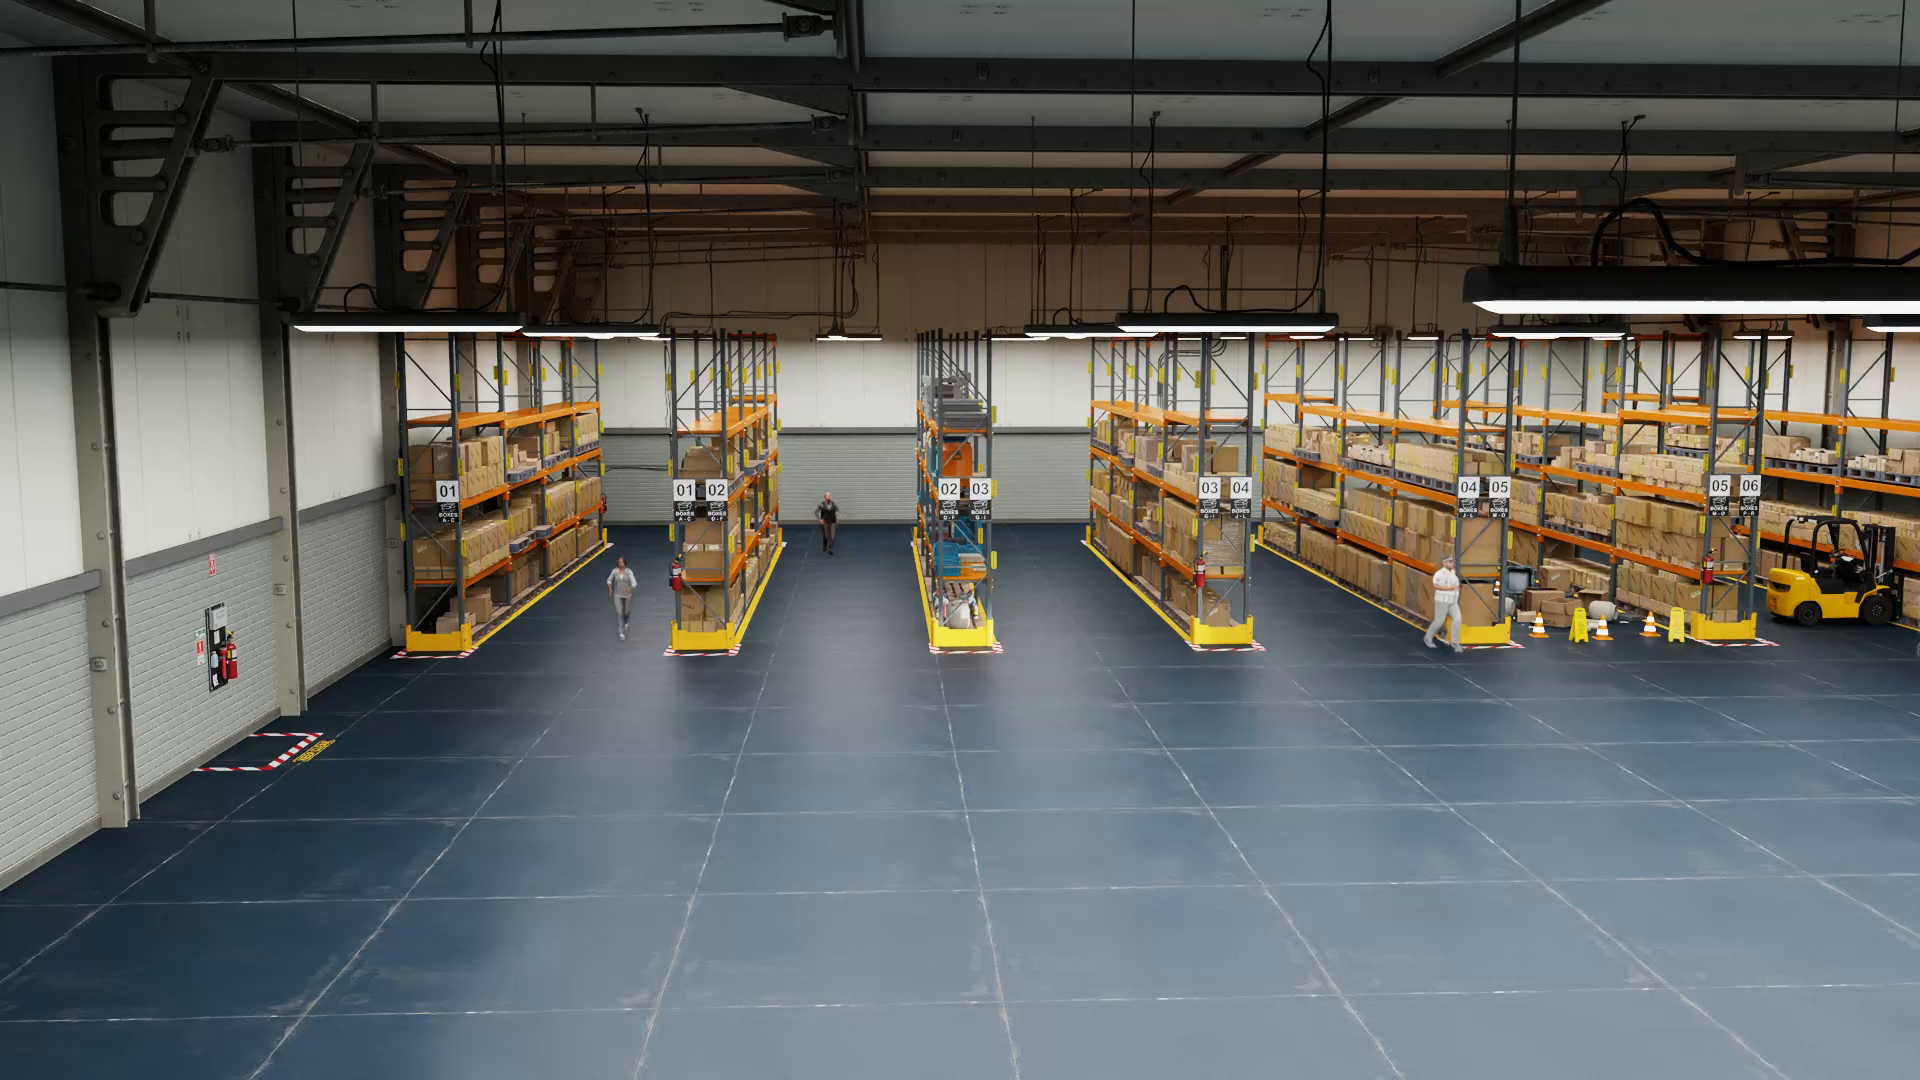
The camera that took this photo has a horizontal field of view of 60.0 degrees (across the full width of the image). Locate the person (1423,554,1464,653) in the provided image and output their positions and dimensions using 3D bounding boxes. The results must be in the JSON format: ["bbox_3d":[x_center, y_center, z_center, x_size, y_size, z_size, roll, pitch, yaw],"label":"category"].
[{"bbox_3d":[9.092,1.177,31.130,0.661,1.847,0.793,-4,8,-32],"label":"person"}]

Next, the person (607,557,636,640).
[{"bbox_3d":[-6.591,1.110,32.437,0.558,1.588,0.855,-1,7,-11],"label":"person"}]

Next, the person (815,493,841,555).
[{"bbox_3d":[-3.564,-0.440,45.324,0.693,1.696,0.596,-3,7,-21],"label":"person"}]
